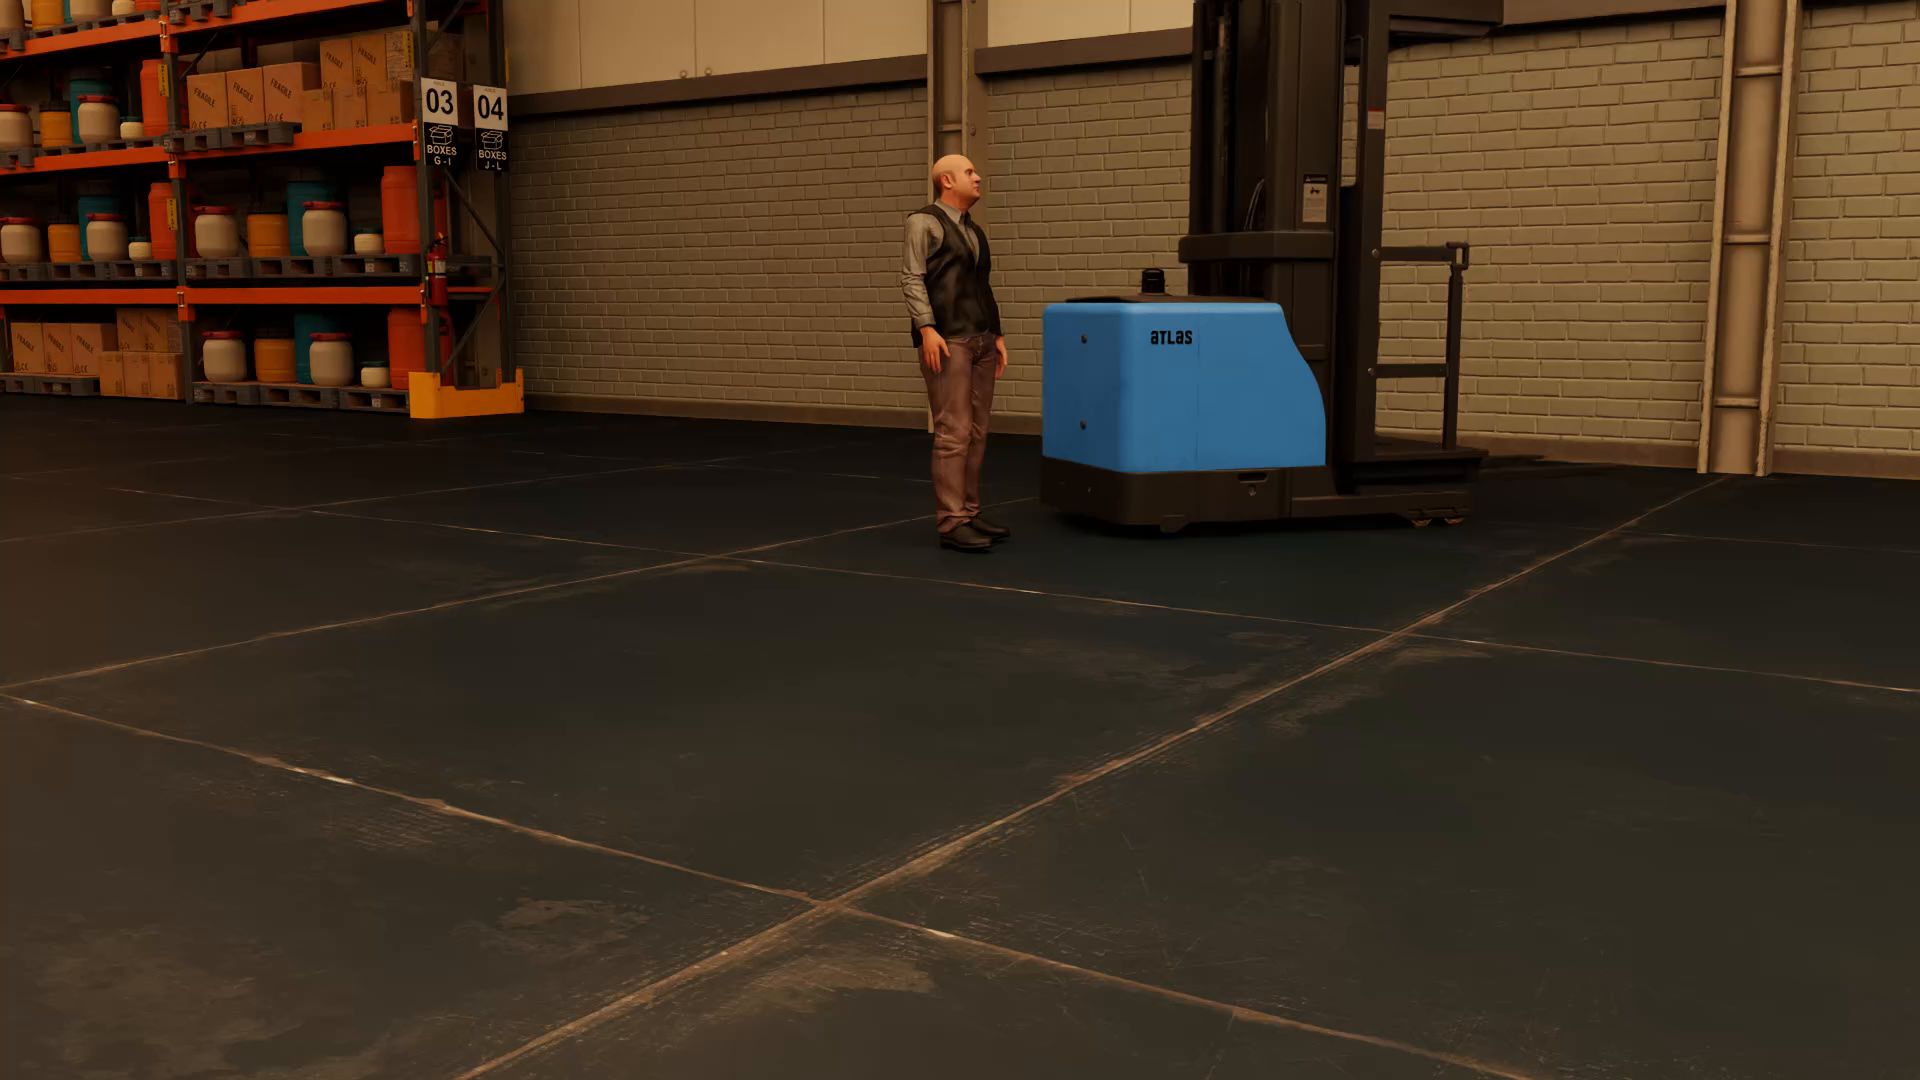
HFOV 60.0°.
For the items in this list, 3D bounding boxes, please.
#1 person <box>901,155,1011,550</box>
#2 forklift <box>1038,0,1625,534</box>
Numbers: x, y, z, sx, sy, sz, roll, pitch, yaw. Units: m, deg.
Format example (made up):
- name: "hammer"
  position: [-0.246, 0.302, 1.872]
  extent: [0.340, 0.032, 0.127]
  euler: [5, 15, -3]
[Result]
- name: "person"
  position: [0.047, -0.854, 7.440]
  extent: [0.568, 1.720, 0.632]
  euler: [5, 10, 34]
- name: "forklift"
  position: [1.969, -1.586, 8.347]
  extent: [3.031, 2.935, 1.130]
  euler: [-3, 9, -21]
